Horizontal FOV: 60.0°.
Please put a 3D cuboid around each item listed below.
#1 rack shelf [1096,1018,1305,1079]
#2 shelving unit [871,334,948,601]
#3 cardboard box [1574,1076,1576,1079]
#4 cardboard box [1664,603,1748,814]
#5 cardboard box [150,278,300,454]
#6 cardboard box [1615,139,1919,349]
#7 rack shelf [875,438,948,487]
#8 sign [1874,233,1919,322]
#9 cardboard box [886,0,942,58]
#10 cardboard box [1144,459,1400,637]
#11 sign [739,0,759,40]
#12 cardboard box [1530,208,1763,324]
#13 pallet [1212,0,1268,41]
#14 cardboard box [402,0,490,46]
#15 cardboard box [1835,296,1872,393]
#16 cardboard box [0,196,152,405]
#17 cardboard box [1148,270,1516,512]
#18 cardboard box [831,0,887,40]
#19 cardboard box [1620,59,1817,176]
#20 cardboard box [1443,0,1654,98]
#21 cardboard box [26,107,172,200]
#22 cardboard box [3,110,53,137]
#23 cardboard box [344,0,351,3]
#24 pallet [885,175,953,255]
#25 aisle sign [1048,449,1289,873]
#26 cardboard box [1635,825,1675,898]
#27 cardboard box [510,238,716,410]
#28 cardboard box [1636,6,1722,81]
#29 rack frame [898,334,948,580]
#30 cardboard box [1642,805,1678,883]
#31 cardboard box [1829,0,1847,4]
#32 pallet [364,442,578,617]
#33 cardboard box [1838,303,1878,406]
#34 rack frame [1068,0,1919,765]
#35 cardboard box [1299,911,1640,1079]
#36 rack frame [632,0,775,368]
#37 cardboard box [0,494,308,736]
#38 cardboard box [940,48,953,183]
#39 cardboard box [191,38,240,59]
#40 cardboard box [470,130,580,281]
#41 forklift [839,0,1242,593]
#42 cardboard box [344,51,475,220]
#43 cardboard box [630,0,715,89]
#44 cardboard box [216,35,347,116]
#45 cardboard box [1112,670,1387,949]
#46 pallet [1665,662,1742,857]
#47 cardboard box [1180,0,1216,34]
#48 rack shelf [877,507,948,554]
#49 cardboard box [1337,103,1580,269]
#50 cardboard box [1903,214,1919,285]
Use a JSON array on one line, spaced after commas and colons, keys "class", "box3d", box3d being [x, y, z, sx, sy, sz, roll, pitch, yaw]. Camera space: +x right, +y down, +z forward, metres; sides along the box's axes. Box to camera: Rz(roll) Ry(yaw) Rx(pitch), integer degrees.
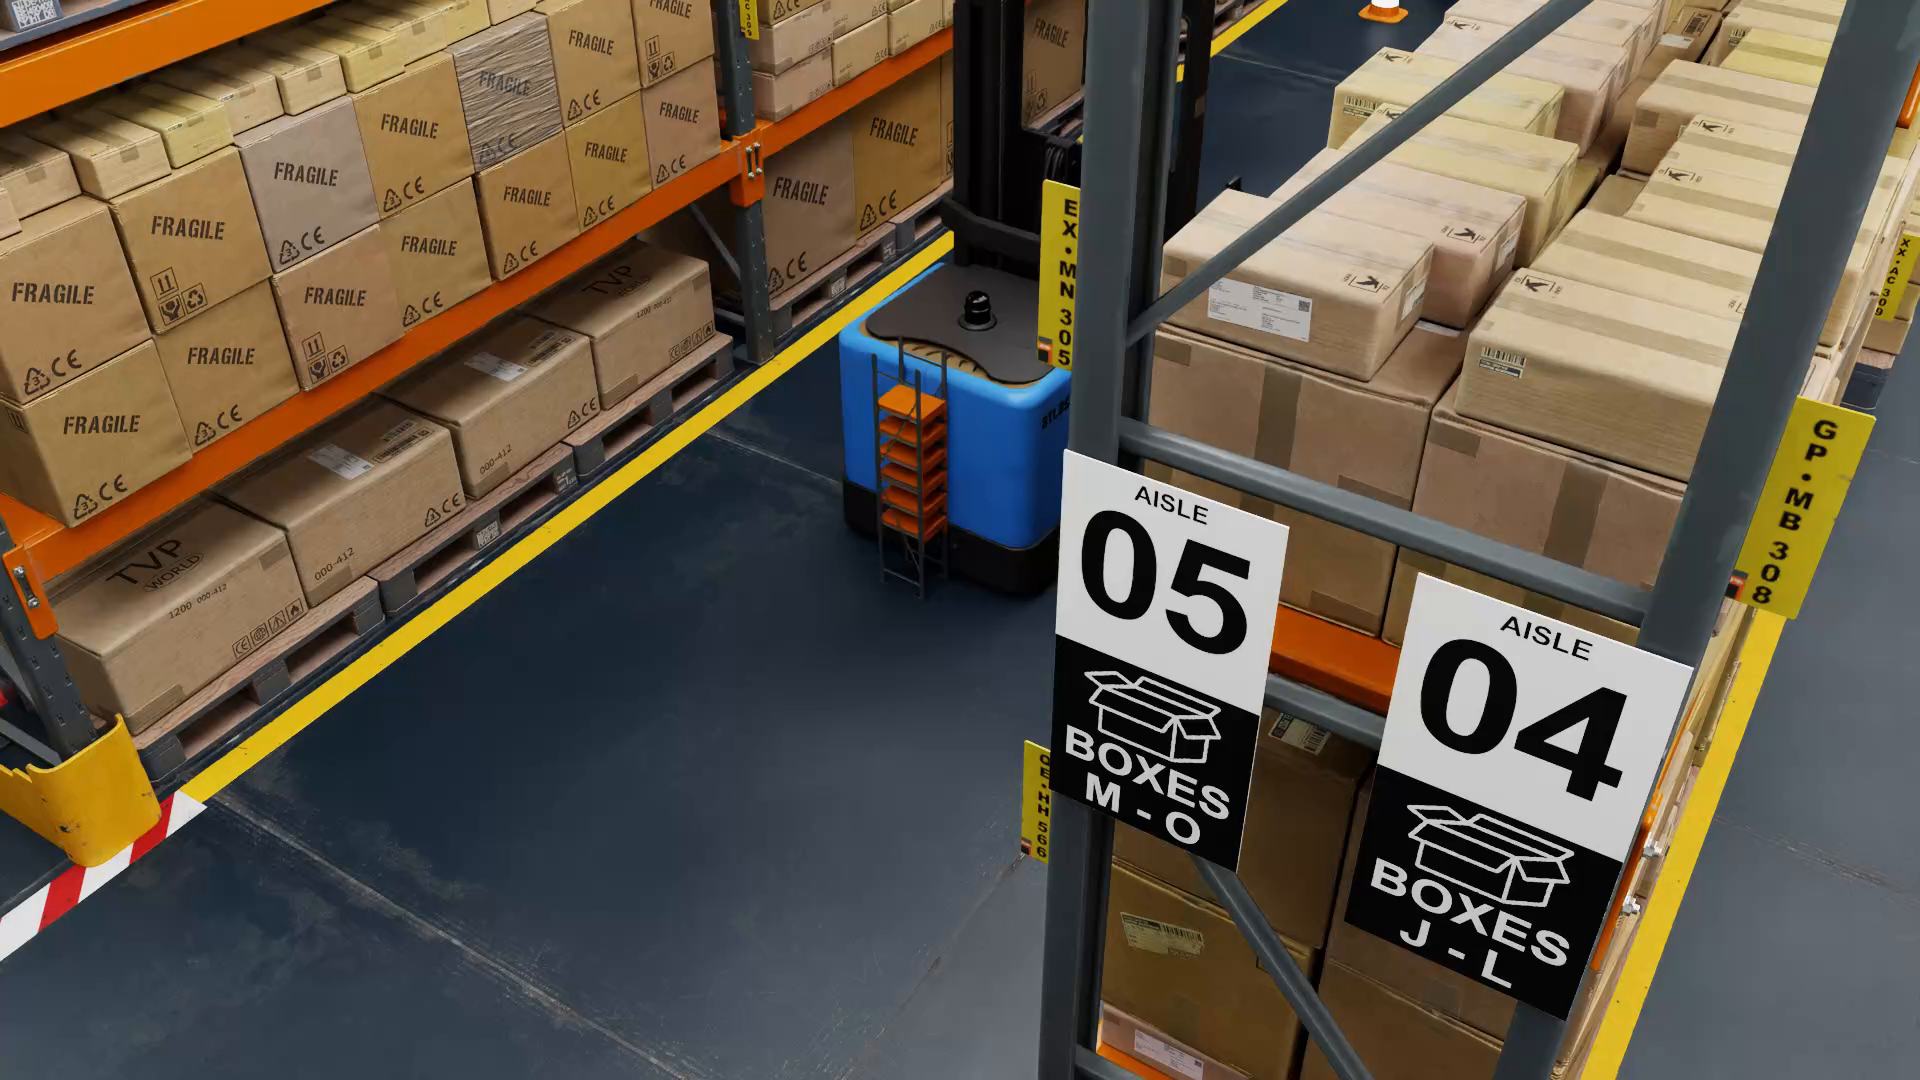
[{"class": "rack shelf", "box3d": [1.701, 0.573, 5.140, 1.077, 0.370, 4.000, 21, 42, 25]}, {"class": "shelving unit", "box3d": [-0.208, -0.292, 7.146, 0.258, 1.200, 0.189, 23, 43, 27]}, {"class": "cardboard box", "box3d": [1.607, 1.603, 4.961, 0.380, 0.149, 0.250, 23, 43, 26]}, {"class": "cardboard box", "box3d": [1.359, 0.359, 3.684, 0.500, 0.500, 0.500, 22, 43, 26]}, {"class": "cardboard box", "box3d": [-2.857, -0.711, 6.134, 0.500, 0.500, 0.500, 21, 42, 25]}, {"class": "cardboard box", "box3d": [1.643, -0.675, 3.425, 0.500, 0.250, 0.500, 22, 43, 26]}, {"class": "rack shelf", "box3d": [-0.208, -0.352, 7.100, 0.258, 0.103, 0.180, 23, 43, 27]}, {"class": "sign", "box3d": [3.235, -0.913, 5.768, 0.100, 0.325, 0.005, 21, 42, 25]}, {"class": "cardboard box", "box3d": [-0.439, -2.918, 9.201, 0.500, 0.250, 0.500, 21, 42, 25]}, {"class": "cardboard box", "box3d": [0.650, -0.131, 3.129, 0.500, 0.250, 0.500, 20, 42, 24]}, {"class": "sign", "box3d": [-0.992, -2.504, 7.767, 0.100, 0.325, 0.005, 21, 42, 25]}, {"class": "cardboard box", "box3d": [1.147, -0.384, 2.721, 0.380, 0.149, 0.250, 23, 43, 27]}, {"class": "pallet", "box3d": [1.756, -4.297, 13.151, 1.003, 0.211, 1.213, 21, 42, 25]}, {"class": "cardboard box", "box3d": [-2.096, -2.102, 6.587, 0.380, 0.149, 0.250, 20, 42, 24]}, {"class": "cardboard box", "box3d": [2.190, -0.438, 4.717, 0.500, 0.500, 0.500, 22, 43, 26]}, {"class": "cardboard box", "box3d": [-3.107, -0.838, 5.480, 0.500, 0.500, 0.500, 20, 42, 24]}, {"class": "cardboard box", "box3d": [0.661, -0.328, 2.976, 0.500, 0.250, 0.500, 20, 42, 24]}, {"class": "cardboard box", "box3d": [-0.732, -2.862, 8.719, 0.500, 0.250, 0.500, 22, 43, 26]}, {"class": "cardboard box", "box3d": [1.534, -0.792, 3.251, 0.380, 0.149, 0.250, 22, 43, 26]}, {"class": "cardboard box", "box3d": [1.272, -1.083, 3.628, 0.380, 0.149, 0.250, 22, 43, 26]}, {"class": "cardboard box", "box3d": [-2.864, -1.288, 5.532, 0.380, 0.149, 0.250, 23, 43, 26]}, {"class": "cardboard box", "box3d": [-3.398, -1.491, 5.795, 0.380, 0.149, 0.250, 21, 42, 25]}, {"class": "cardboard box", "box3d": [-2.492, -2.250, 6.780, 0.380, 0.149, 0.250, 21, 42, 25]}, {"class": "pallet", "box3d": [-0.459, -2.260, 10.509, 1.003, 0.211, 1.213, 21, 42, 25]}, {"class": "aisle sign", "box3d": [0.337, 0.229, 2.867, 0.394, 0.787, 0.004, 21, 42, 25]}, {"class": "cardboard box", "box3d": [2.295, 1.067, 5.901, 0.380, 0.149, 0.250, 21, 42, 25]}, {"class": "cardboard box", "box3d": [-1.888, -1.173, 8.570, 0.875, 0.438, 0.875, 21, 42, 24]}, {"class": "cardboard box", "box3d": [1.491, -1.112, 3.992, 0.500, 0.250, 0.500, 19, 42, 23]}, {"class": "rack frame", "box3d": [-0.156, -0.338, 7.206, 0.240, 1.200, 0.006, 23, 43, 27]}, {"class": "cardboard box", "box3d": [2.165, 0.949, 5.566, 0.380, 0.149, 0.250, 20, 42, 24]}, {"class": "cardboard box", "box3d": [2.046, -1.165, 3.734, 0.380, 0.149, 0.250, 20, 42, 24]}, {"class": "pallet", "box3d": [-2.588, -0.208, 7.847, 1.003, 0.211, 1.213, 21, 42, 25]}, {"class": "cardboard box", "box3d": [2.752, -0.559, 5.693, 0.500, 0.500, 0.500, 21, 42, 25]}, {"class": "rack frame", "box3d": [0.629, -1.057, 1.751, 1.000, 3.000, 0.127, 21, 42, 25]}, {"class": "cardboard box", "box3d": [1.103, 1.020, 3.644, 0.500, 0.500, 0.500, 23, 43, 27]}, {"class": "rack frame", "box3d": [-1.462, -2.310, 8.290, 1.000, 3.000, 0.127, 21, 42, 25]}, {"class": "cardboard box", "box3d": [-3.335, 0.227, 6.753, 0.875, 0.438, 0.875, 20, 42, 24]}, {"class": "cardboard box", "box3d": [-0.240, -2.910, 10.464, 0.875, 0.875, 0.875, 22, 43, 26]}, {"class": "cardboard box", "box3d": [-2.944, -1.867, 6.283, 0.380, 0.149, 0.250, 22, 43, 26]}, {"class": "cardboard box", "box3d": [-2.022, -1.496, 7.152, 0.500, 0.500, 0.500, 21, 42, 24]}, {"class": "forklift", "box3d": [0.709, -1.787, 7.668, 1.130, 2.935, 3.031, 23, 43, 27]}, {"class": "cardboard box", "box3d": [-2.300, -1.632, 6.510, 0.500, 0.500, 0.500, 21, 42, 25]}, {"class": "cardboard box", "box3d": [-1.481, -2.412, 7.522, 0.500, 0.500, 0.500, 21, 42, 25]}, {"class": "cardboard box", "box3d": [-2.473, -1.697, 6.063, 0.380, 0.149, 0.250, 22, 43, 26]}, {"class": "cardboard box", "box3d": [0.664, 0.448, 3.567, 0.500, 0.500, 0.500, 20, 42, 24]}, {"class": "pallet", "box3d": [2.442, 0.719, 6.645, 1.003, 0.211, 1.213, 21, 42, 25]}, {"class": "cardboard box", "box3d": [1.381, -4.169, 12.510, 0.950, 0.372, 0.625, 20, 42, 24]}, {"class": "rack shelf", "box3d": [-0.208, -0.067, 7.320, 0.258, 0.103, 0.180, 23, 43, 27]}, {"class": "cardboard box", "box3d": [0.911, -0.661, 3.080, 0.380, 0.149, 0.250, 20, 42, 24]}, {"class": "cardboard box", "box3d": [3.372, -1.098, 6.093, 0.380, 0.149, 0.250, 23, 43, 27]}]
